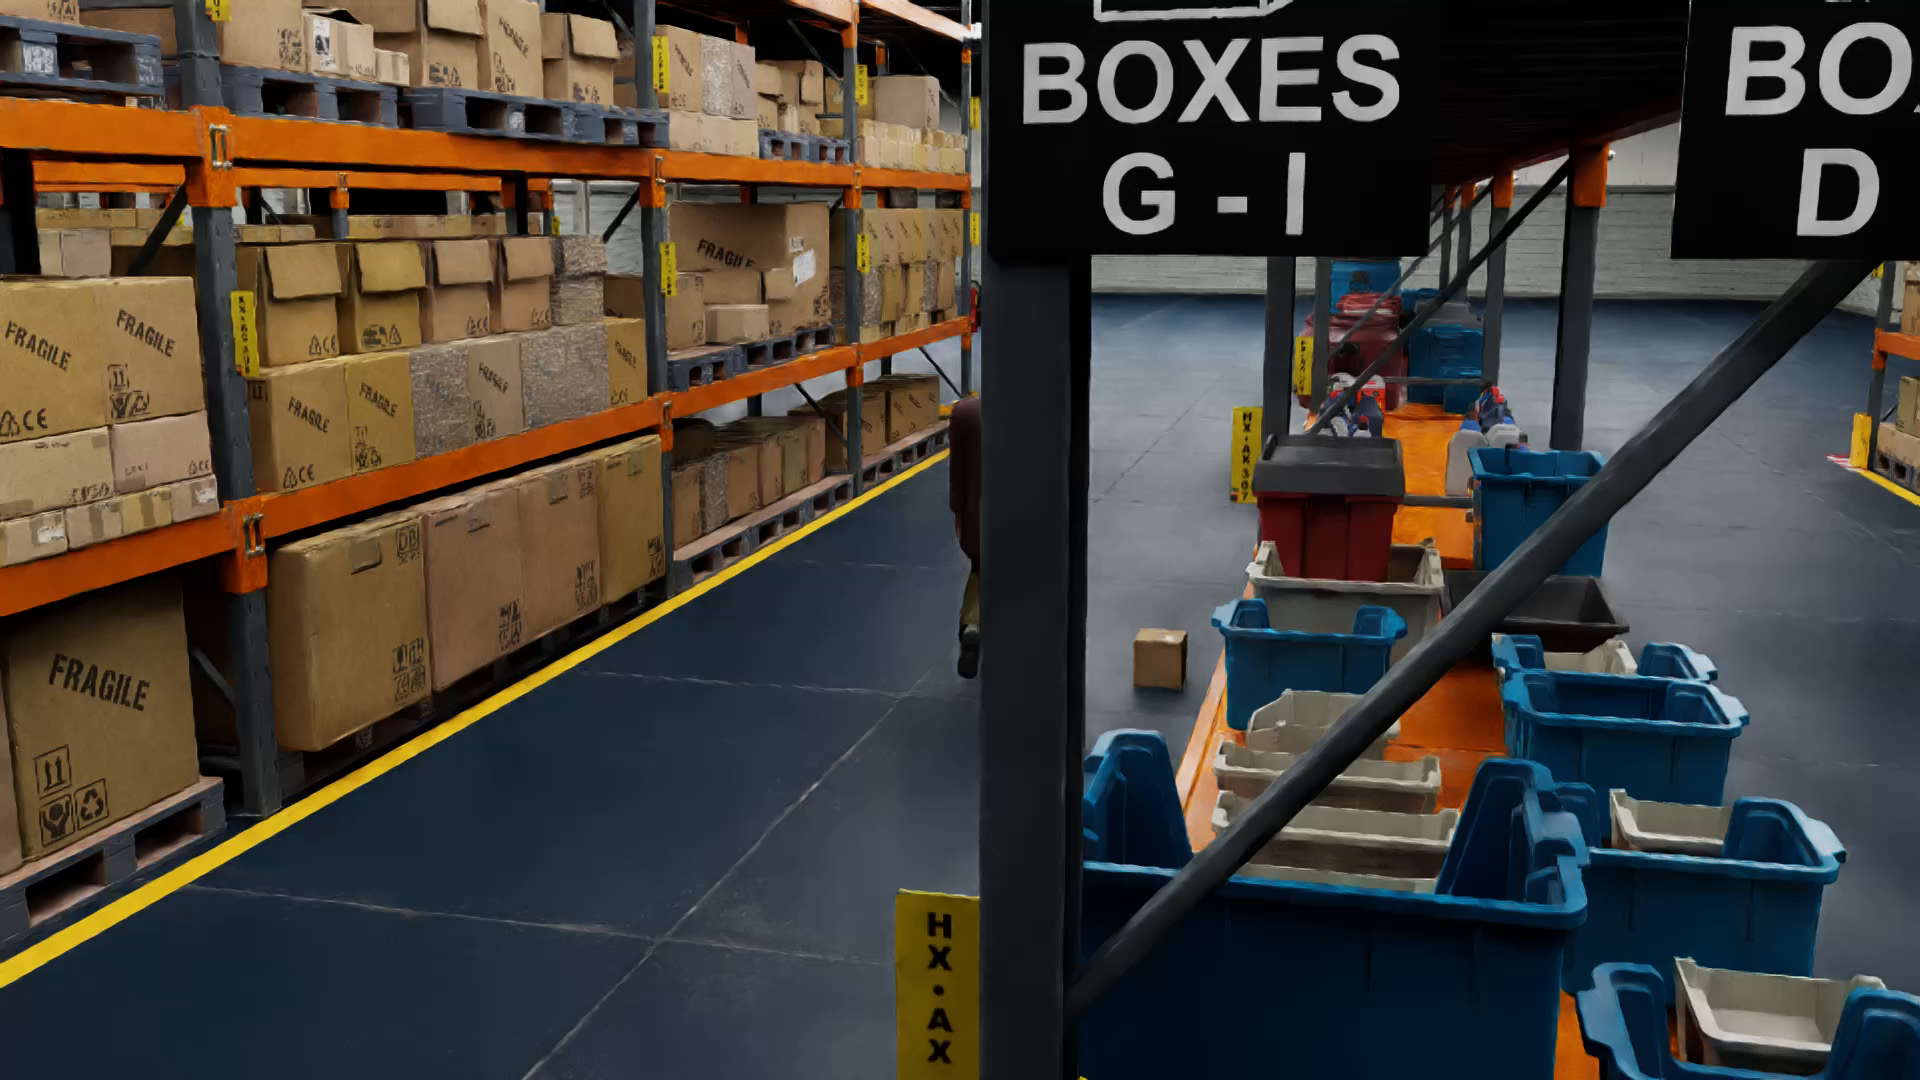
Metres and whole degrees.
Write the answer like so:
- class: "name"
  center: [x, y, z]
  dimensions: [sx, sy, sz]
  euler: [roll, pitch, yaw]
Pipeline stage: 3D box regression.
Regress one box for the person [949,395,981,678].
- class: "person"
  center: [0.245, -0.135, 8.659]
  dimensions: [0.617, 1.772, 0.725]
  euler: [5, 12, 22]
